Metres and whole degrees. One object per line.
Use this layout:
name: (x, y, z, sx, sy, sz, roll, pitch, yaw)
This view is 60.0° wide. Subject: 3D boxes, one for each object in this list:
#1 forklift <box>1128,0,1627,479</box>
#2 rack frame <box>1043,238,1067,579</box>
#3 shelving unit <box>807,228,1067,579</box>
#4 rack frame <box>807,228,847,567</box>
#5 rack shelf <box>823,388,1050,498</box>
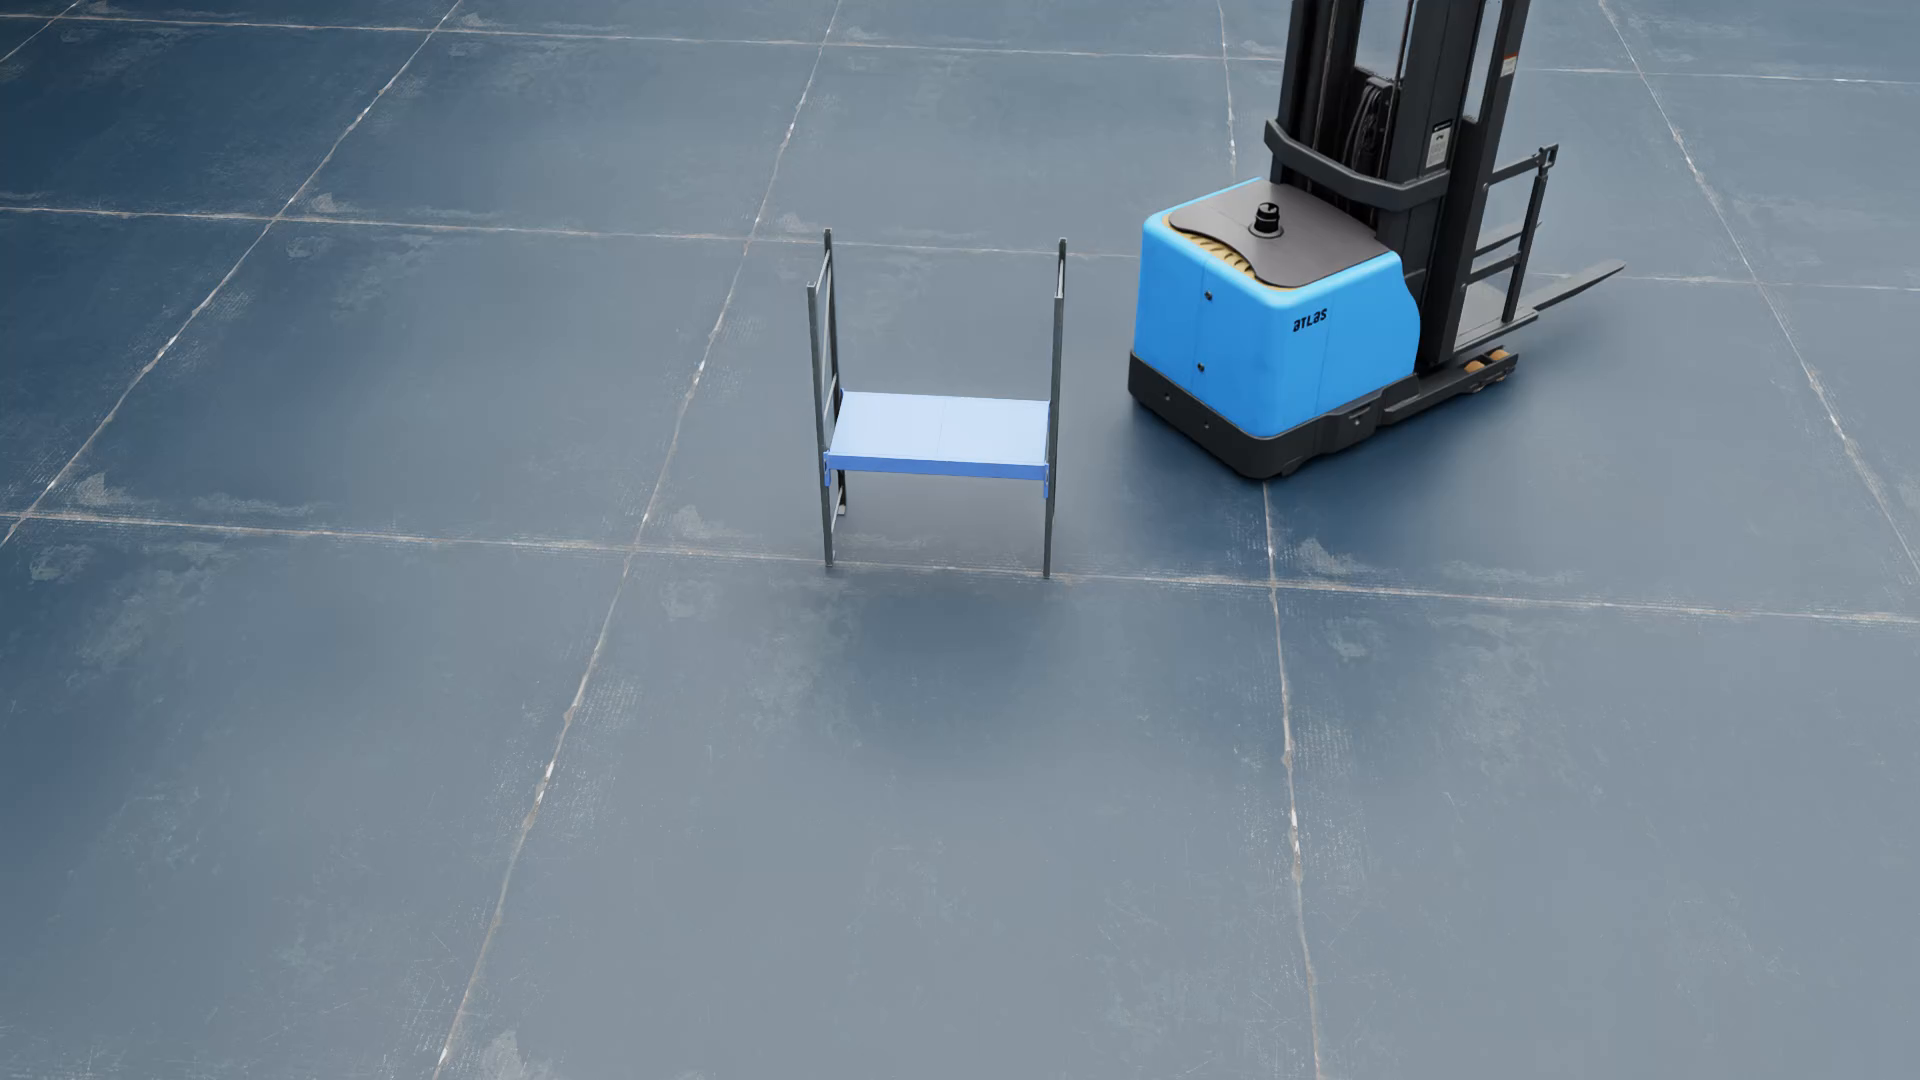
forklift: (2.386, -2.174, 8.270, 3.031, 2.935, 1.130, -24, 45, -26)
rack frame: (0.421, -0.559, 7.419, 0.032, 1.500, 0.500, 3, 39, 4)
shelving unit: (-0.085, -0.586, 7.453, 1.048, 1.500, 0.538, 3, 39, 4)
rack frame: (-0.591, -0.614, 7.487, 0.032, 1.500, 0.500, 3, 39, 4)
rack shelf: (-0.085, -0.447, 7.566, 1.000, 0.185, 0.538, 3, 39, 4)
